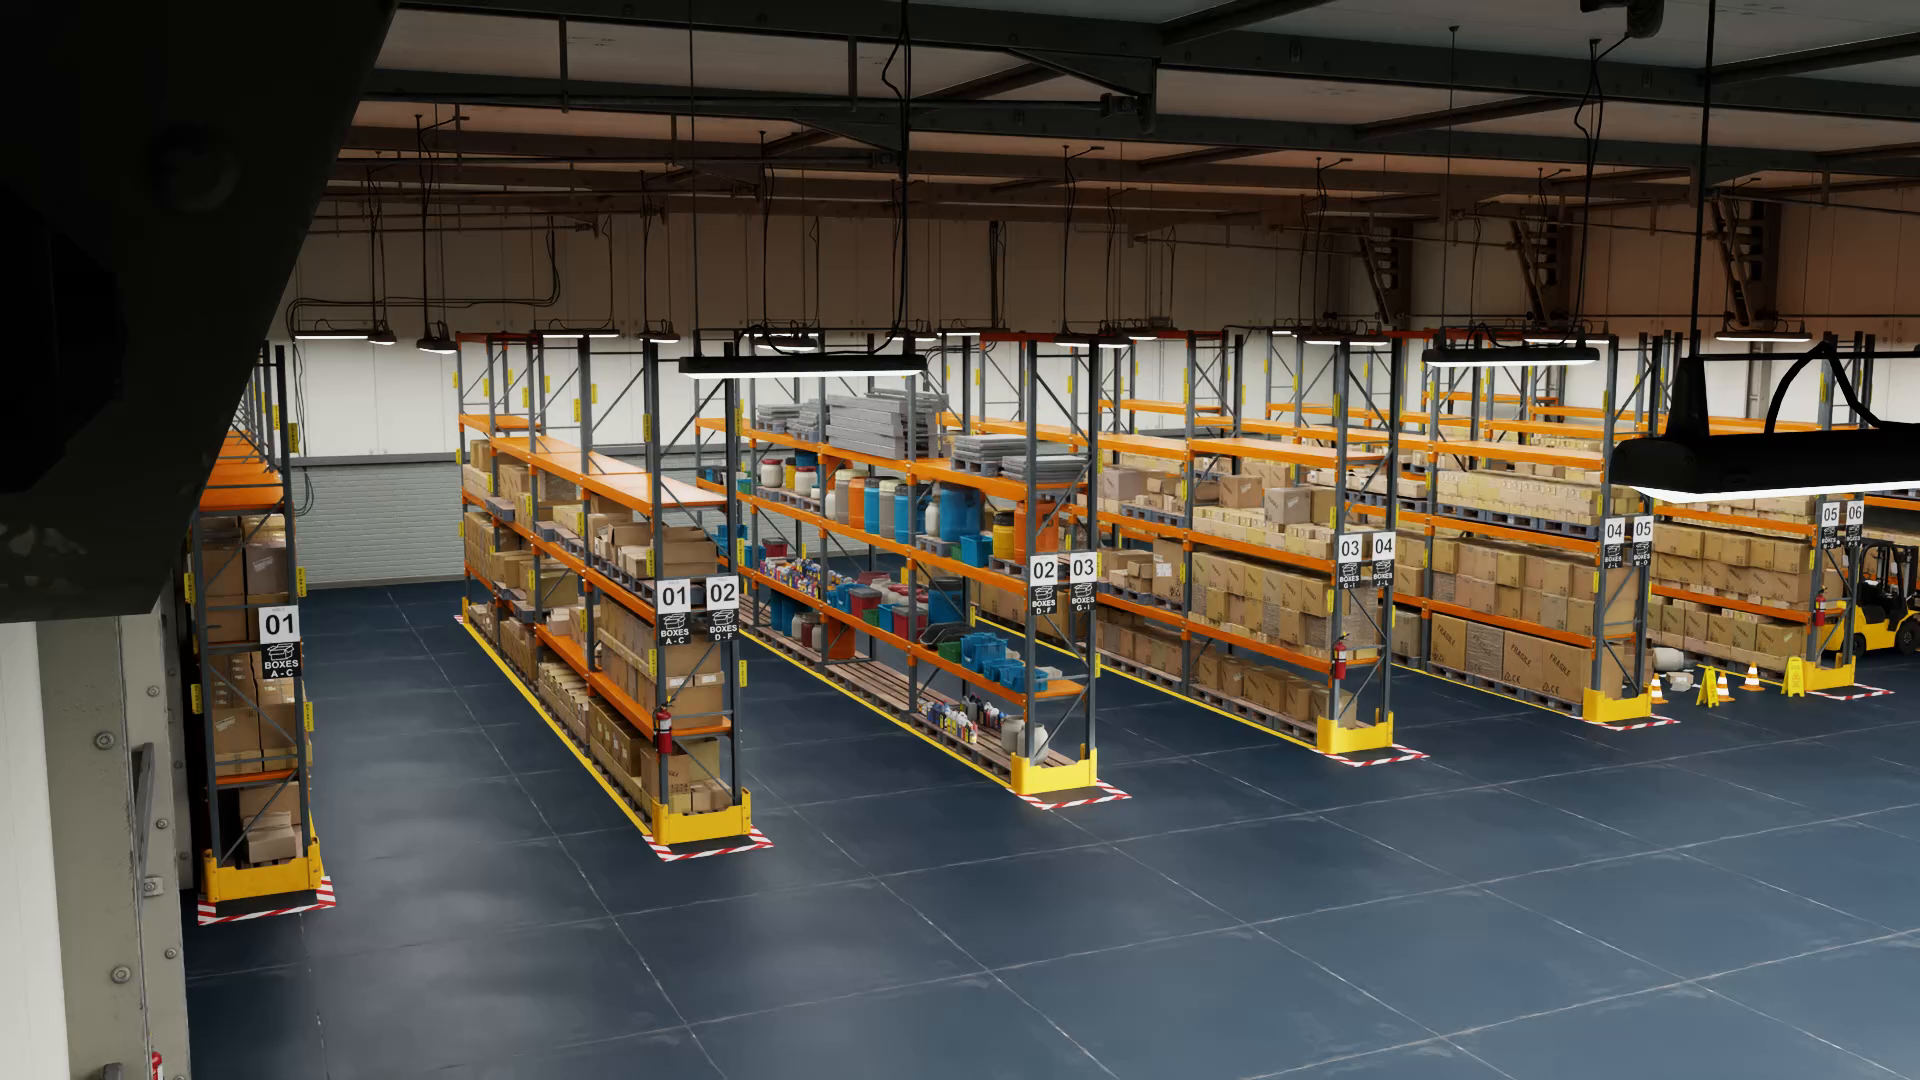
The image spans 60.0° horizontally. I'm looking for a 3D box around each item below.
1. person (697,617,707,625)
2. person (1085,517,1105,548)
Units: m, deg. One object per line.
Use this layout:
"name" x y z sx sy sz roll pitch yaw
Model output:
"person" -4.893 1.202 31.978 0.717 1.667 0.691 -2 8 -14
"person" 3.478 -0.296 43.113 0.967 1.633 0.426 -5 9 -31
